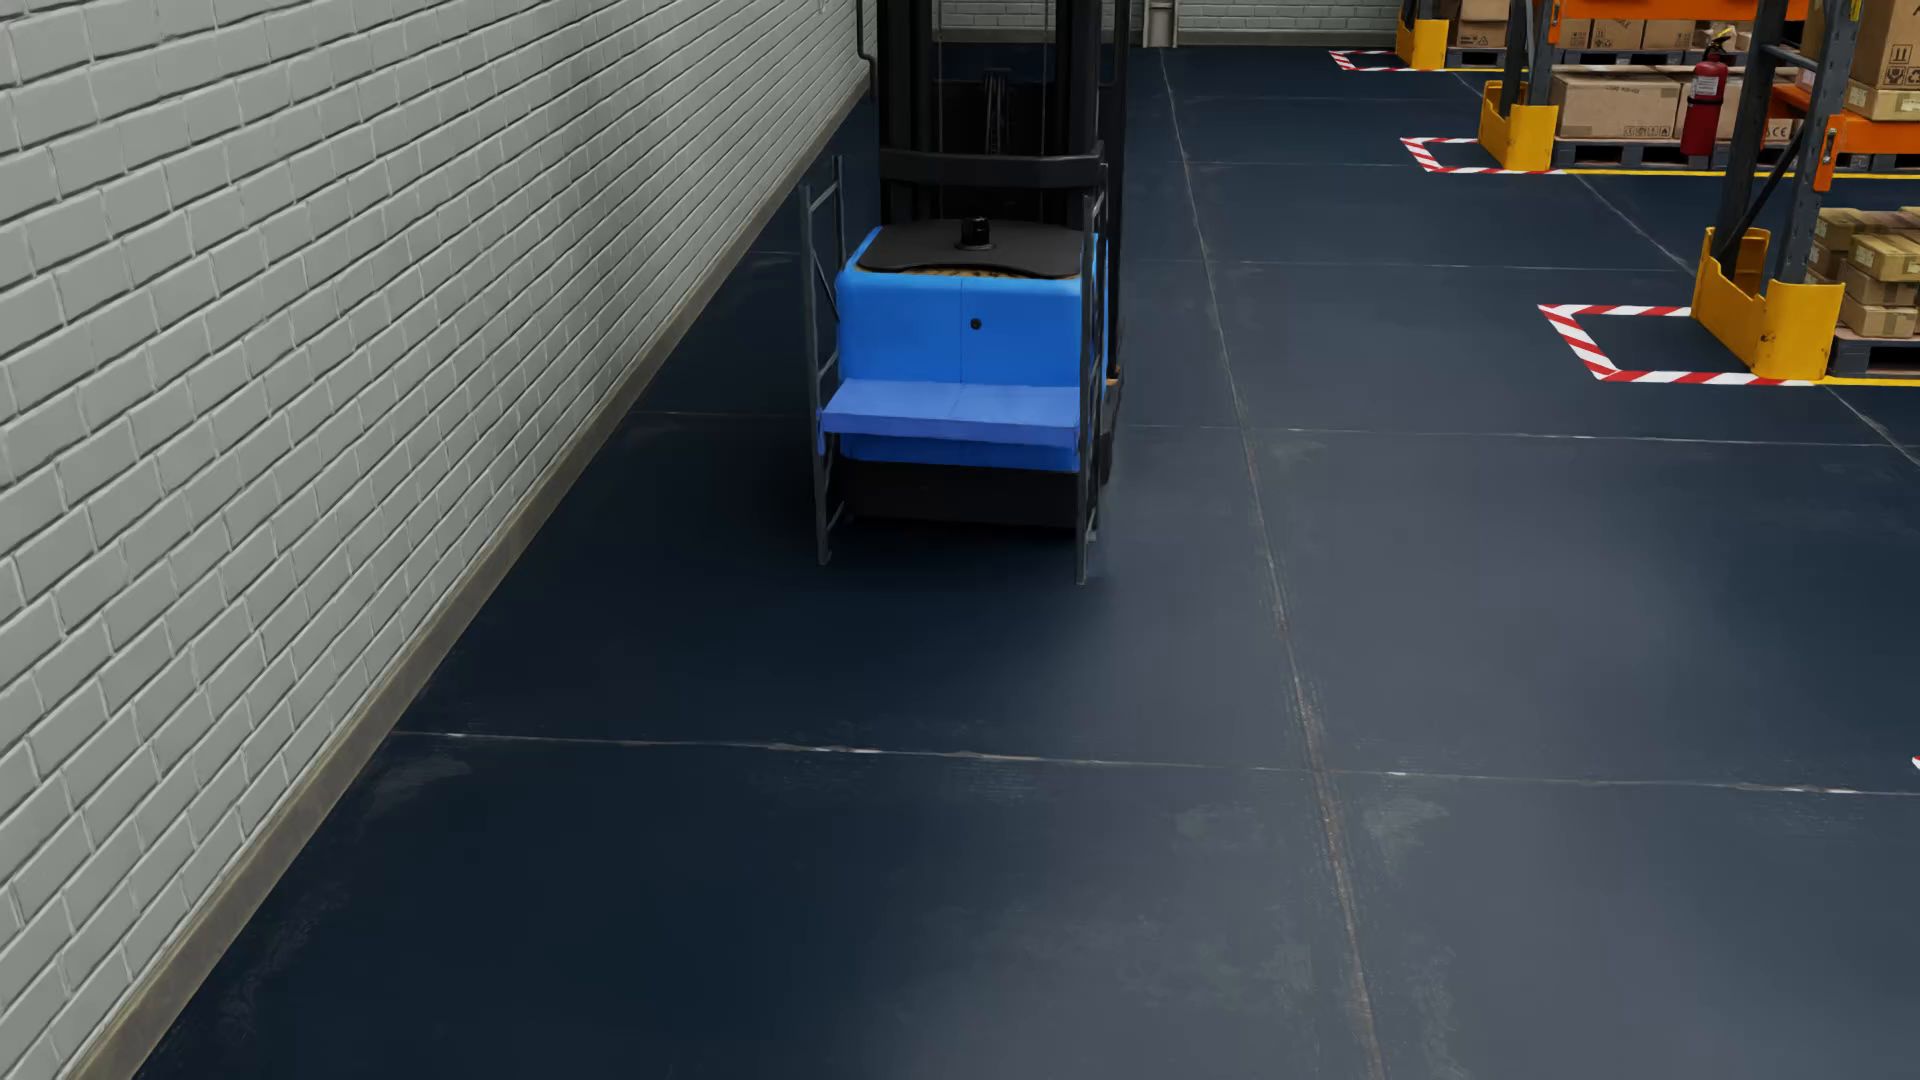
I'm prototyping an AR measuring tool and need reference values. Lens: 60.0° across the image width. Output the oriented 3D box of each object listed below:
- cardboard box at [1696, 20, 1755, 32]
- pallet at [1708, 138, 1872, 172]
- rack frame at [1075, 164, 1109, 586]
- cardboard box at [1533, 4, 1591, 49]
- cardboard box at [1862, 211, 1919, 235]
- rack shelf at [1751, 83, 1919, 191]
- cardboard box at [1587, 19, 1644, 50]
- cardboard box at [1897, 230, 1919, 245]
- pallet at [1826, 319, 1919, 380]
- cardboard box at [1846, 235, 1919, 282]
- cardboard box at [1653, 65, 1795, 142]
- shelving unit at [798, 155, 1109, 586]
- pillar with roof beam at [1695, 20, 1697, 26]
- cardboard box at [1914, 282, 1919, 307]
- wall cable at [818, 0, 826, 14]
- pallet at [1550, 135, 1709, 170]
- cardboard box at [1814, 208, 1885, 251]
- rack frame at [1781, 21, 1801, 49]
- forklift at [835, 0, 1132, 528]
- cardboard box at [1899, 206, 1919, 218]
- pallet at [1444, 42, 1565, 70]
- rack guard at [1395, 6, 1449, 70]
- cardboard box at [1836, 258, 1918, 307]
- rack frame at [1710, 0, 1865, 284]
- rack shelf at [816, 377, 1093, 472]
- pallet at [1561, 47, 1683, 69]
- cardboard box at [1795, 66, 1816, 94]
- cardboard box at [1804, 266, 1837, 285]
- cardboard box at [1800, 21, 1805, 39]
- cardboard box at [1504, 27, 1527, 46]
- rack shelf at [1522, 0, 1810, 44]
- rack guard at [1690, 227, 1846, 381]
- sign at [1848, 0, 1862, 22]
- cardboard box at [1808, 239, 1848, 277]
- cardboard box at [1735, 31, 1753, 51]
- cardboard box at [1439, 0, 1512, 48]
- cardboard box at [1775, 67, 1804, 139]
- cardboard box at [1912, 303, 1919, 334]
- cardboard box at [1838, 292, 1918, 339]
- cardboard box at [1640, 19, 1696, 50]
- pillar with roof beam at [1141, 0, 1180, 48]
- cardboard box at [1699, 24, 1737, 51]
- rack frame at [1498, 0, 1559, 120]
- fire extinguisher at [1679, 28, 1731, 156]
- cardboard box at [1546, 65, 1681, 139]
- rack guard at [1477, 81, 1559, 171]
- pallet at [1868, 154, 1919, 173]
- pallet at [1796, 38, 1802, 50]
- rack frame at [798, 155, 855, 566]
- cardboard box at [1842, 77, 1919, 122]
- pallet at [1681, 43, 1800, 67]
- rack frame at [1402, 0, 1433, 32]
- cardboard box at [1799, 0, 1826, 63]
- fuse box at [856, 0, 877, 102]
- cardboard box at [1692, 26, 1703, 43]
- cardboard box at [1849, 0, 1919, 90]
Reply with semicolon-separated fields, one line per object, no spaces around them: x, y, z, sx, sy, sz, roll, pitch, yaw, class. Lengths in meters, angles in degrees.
8.250;-5.526;17.886;0.500;0.311;0.500;3;25;6;cardboard box
6.542;-3.197;13.444;1.213;0.211;1.003;2;25;4;pallet
0.496;-0.607;6.249;0.032;1.500;0.500;4;26;10;rack frame
6.354;-5.518;17.641;0.500;0.500;0.700;3;25;6;cardboard box
5.041;-1.653;8.950;0.250;0.149;0.380;2;25;5;cardboard box
6.242;-2.039;8.454;4.000;0.370;1.077;2;25;4;rack shelf
6.874;-5.459;17.514;0.500;0.500;0.500;2;25;5;cardboard box
5.028;-1.479;8.572;0.250;0.149;0.380;2;25;5;cardboard box
5.131;-1.120;8.932;1.213;0.211;1.003;2;25;4;pallet
4.744;-1.438;8.482;0.250;0.149;0.380;1;25;2;cardboard box
6.105;-3.518;13.370;0.875;0.438;0.875;2;25;5;cardboard box
-0.004;-0.644;6.336;1.048;1.500;0.538;4;26;10;shelving unit
7.936;-7.766;12.863;0.400;9.000;9.100;2;25;4;pillar with roof beam
5.019;-1.305;8.550;0.250;0.149;0.380;2;25;4;cardboard box
-1.098;-5.143;13.086;0.123;1.953;0.585;2;25;4;wall cable
5.329;-3.237;13.532;1.213;0.211;1.003;2;25;4;pallet
4.795;-1.685;9.019;0.250;0.149;0.380;2;25;5;cardboard box
8.891;-6.437;17.152;0.127;3.000;1.000;2;25;4;rack frame
0.222;-1.966;7.515;1.130;2.935;3.031;3;25;8;forklift
5.309;-1.697;9.047;0.250;0.149;0.380;1;25;3;cardboard box
5.773;-5.271;17.953;1.213;0.211;1.003;2;25;4;pallet
4.978;-5.427;17.947;0.348;0.500;1.175;2;25;4;rack guard
4.751;-1.337;8.620;0.250;0.149;0.380;3;25;6;cardboard box
4.248;-2.430;8.443;0.127;3.000;1.000;2;25;4;rack frame
-0.002;-0.482;6.415;1.000;0.185;0.538;4;26;10;rack shelf
6.986;-5.231;17.866;1.213;0.211;1.003;2;25;4;pallet
4.595;-2.423;8.729;0.250;0.149;0.380;2;25;4;cardboard box
4.789;-1.396;9.103;0.250;0.149;0.380;2;25;5;cardboard box
9.403;-5.600;17.820;0.500;0.500;0.500;2;25;4;cardboard box
5.926;-5.372;17.745;0.250;0.149;0.380;1;25;2;cardboard box
6.520;-4.106;12.945;4.000;0.370;1.077;2;25;4;rack shelf
4.324;-1.292;8.960;0.348;0.500;1.175;2;25;4;rack guard
4.206;-2.597;7.770;0.005;0.325;0.100;2;25;4;sign
4.796;-1.563;9.111;0.250;0.149;0.380;1;25;3;cardboard box
8.313;-5.228;17.432;0.250;0.149;0.380;1;25;2;cardboard box
5.505;-5.563;17.735;0.637;0.503;0.797;1;25;2;cardboard box
7.004;-3.489;13.306;0.875;0.438;0.875;1;25;2;cardboard box
5.013;-1.201;8.681;0.250;0.149;0.380;2;25;4;cardboard box
4.746;-1.176;8.625;0.250;0.149;0.380;2;25;5;cardboard box
7.389;-5.485;17.569;0.500;0.500;0.700;1;25;2;cardboard box
1.953;-7.958;13.280;0.400;9.000;9.100;2;25;4;pillar with roof beam
7.957;-5.293;17.433;0.258;0.266;0.396;3;25;6;cardboard box
4.526;-4.496;12.934;0.127;3.000;1.000;2;25;4;rack frame
4.032;-2.426;8.973;0.183;0.674;0.296;2;25;4;fire extinguisher
5.192;-3.544;13.426;0.875;0.438;0.875;1;25;2;cardboard box
4.502;-3.362;13.458;0.348;0.500;1.175;2;25;4;rack guard
7.762;-3.159;13.362;1.213;0.211;1.003;2;25;4;pallet
9.704;-5.160;17.712;1.213;0.211;1.003;2;25;4;pallet
-0.503;-0.681;6.423;0.032;1.500;0.500;4;26;10;rack frame
4.546;-2.169;8.176;0.250;0.149;0.380;2;25;4;cardboard box
8.206;-5.193;17.783;1.213;0.211;1.003;2;25;4;pallet
4.902;-6.565;17.430;0.127;3.000;1.000;2;25;4;rack frame
4.716;-2.704;8.562;0.500;0.500;0.500;2;25;5;cardboard box
-0.792;-4.953;15.466;0.414;1.711;0.539;2;25;4;fuse box
7.818;-5.467;17.950;0.250;0.149;0.380;2;25;3;cardboard box
4.674;-2.481;8.078;0.500;0.500;0.500;3;25;6;cardboard box
